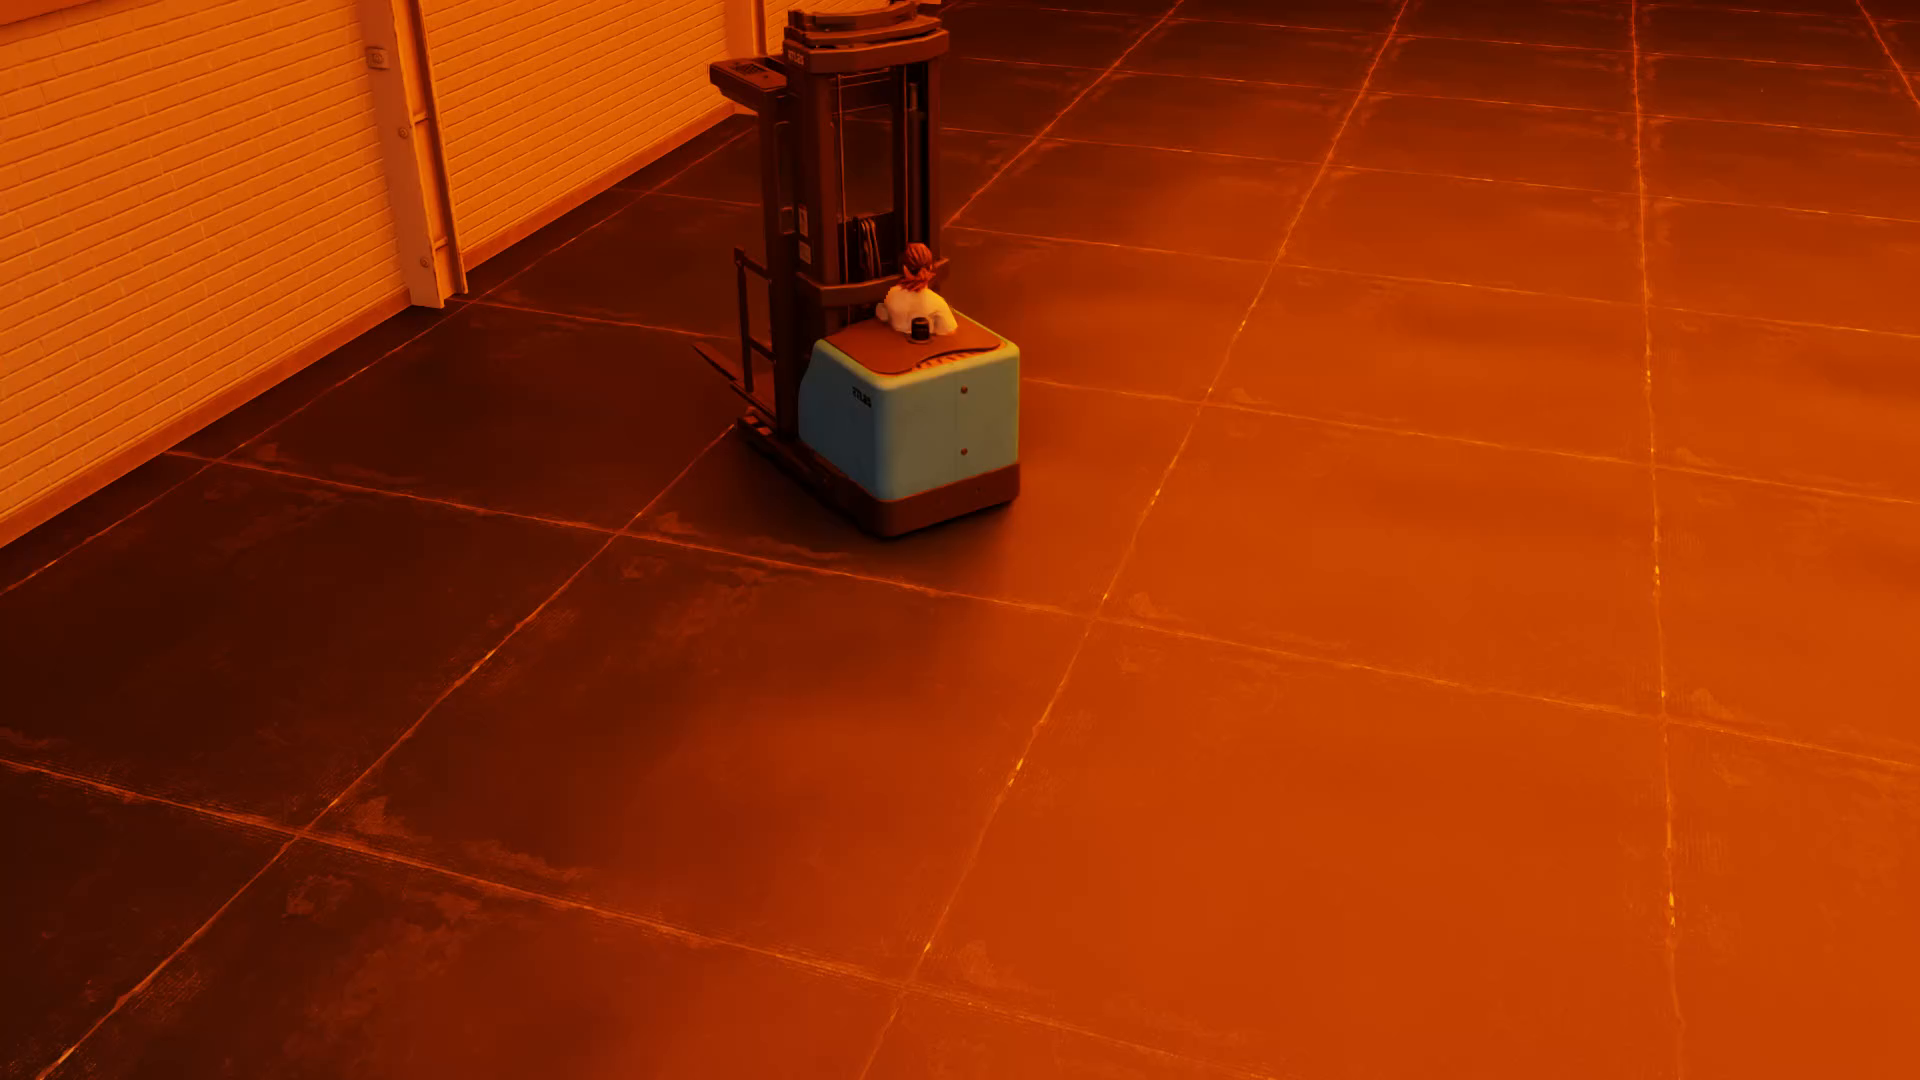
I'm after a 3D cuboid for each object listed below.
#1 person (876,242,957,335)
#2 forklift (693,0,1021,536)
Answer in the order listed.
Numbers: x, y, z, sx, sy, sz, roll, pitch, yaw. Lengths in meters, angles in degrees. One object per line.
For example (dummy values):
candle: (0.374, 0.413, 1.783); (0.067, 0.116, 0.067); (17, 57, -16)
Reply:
person: (-0.218, -1.139, 10.413); (0.661, 1.574, 0.755); (11, 32, 19)
forklift: (-0.848, -1.981, 10.611); (1.130, 2.935, 3.031); (-18, 34, -28)
